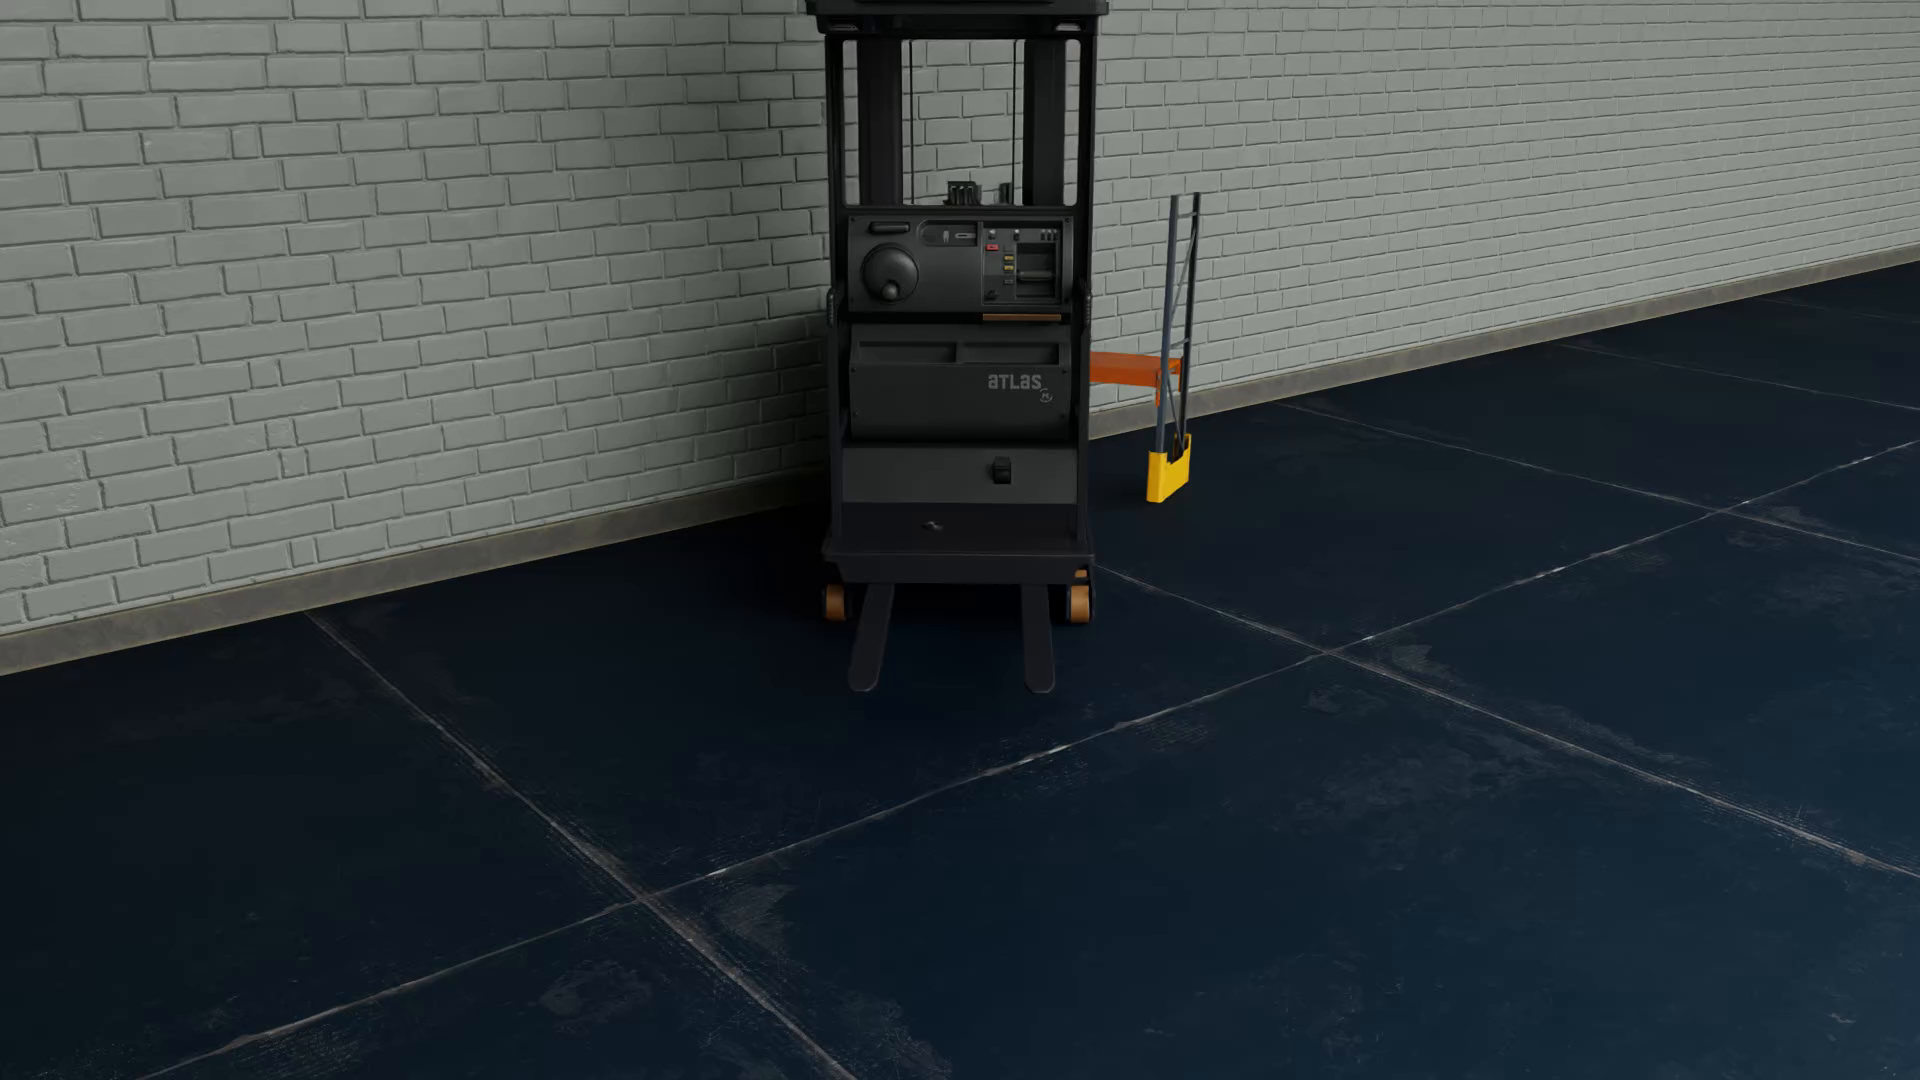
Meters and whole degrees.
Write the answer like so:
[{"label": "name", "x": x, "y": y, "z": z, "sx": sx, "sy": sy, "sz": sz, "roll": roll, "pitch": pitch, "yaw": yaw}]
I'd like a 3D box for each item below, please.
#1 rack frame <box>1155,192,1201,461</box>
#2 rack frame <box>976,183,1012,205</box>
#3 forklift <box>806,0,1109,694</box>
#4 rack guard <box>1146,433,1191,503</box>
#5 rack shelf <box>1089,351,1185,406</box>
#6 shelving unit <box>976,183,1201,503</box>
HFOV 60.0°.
[{"label": "rack frame", "x": 1.093, "y": -0.980, "z": 8.376, "sx": 0.032, "sy": 1.500, "sz": 0.500, "roll": 7, "pitch": 16, "yaw": 20}, {"label": "rack frame", "x": 0.148, "y": -1.102, "z": 8.730, "sx": 0.032, "sy": 1.500, "sz": 0.500, "roll": 7, "pitch": 16, "yaw": 20}, {"label": "forklift", "x": -0.001, "y": -1.145, "z": 6.658, "sx": 1.130, "sy": 2.935, "sz": 3.031, "roll": 0, "pitch": 18, "yaw": 1}, {"label": "rack guard", "x": 1.073, "y": -0.376, "z": 8.535, "sx": 0.087, "sy": 0.250, "sz": 0.587, "roll": 7, "pitch": 16, "yaw": 20}, {"label": "rack shelf", "x": 0.615, "y": -0.867, "z": 8.599, "sx": 1.000, "sy": 0.185, "sz": 0.538, "roll": 7, "pitch": 16, "yaw": 20}, {"label": "shelving unit", "x": 0.629, "y": -1.040, "z": 8.550, "sx": 1.083, "sy": 1.500, "sz": 0.587, "roll": 7, "pitch": 16, "yaw": 20}]
